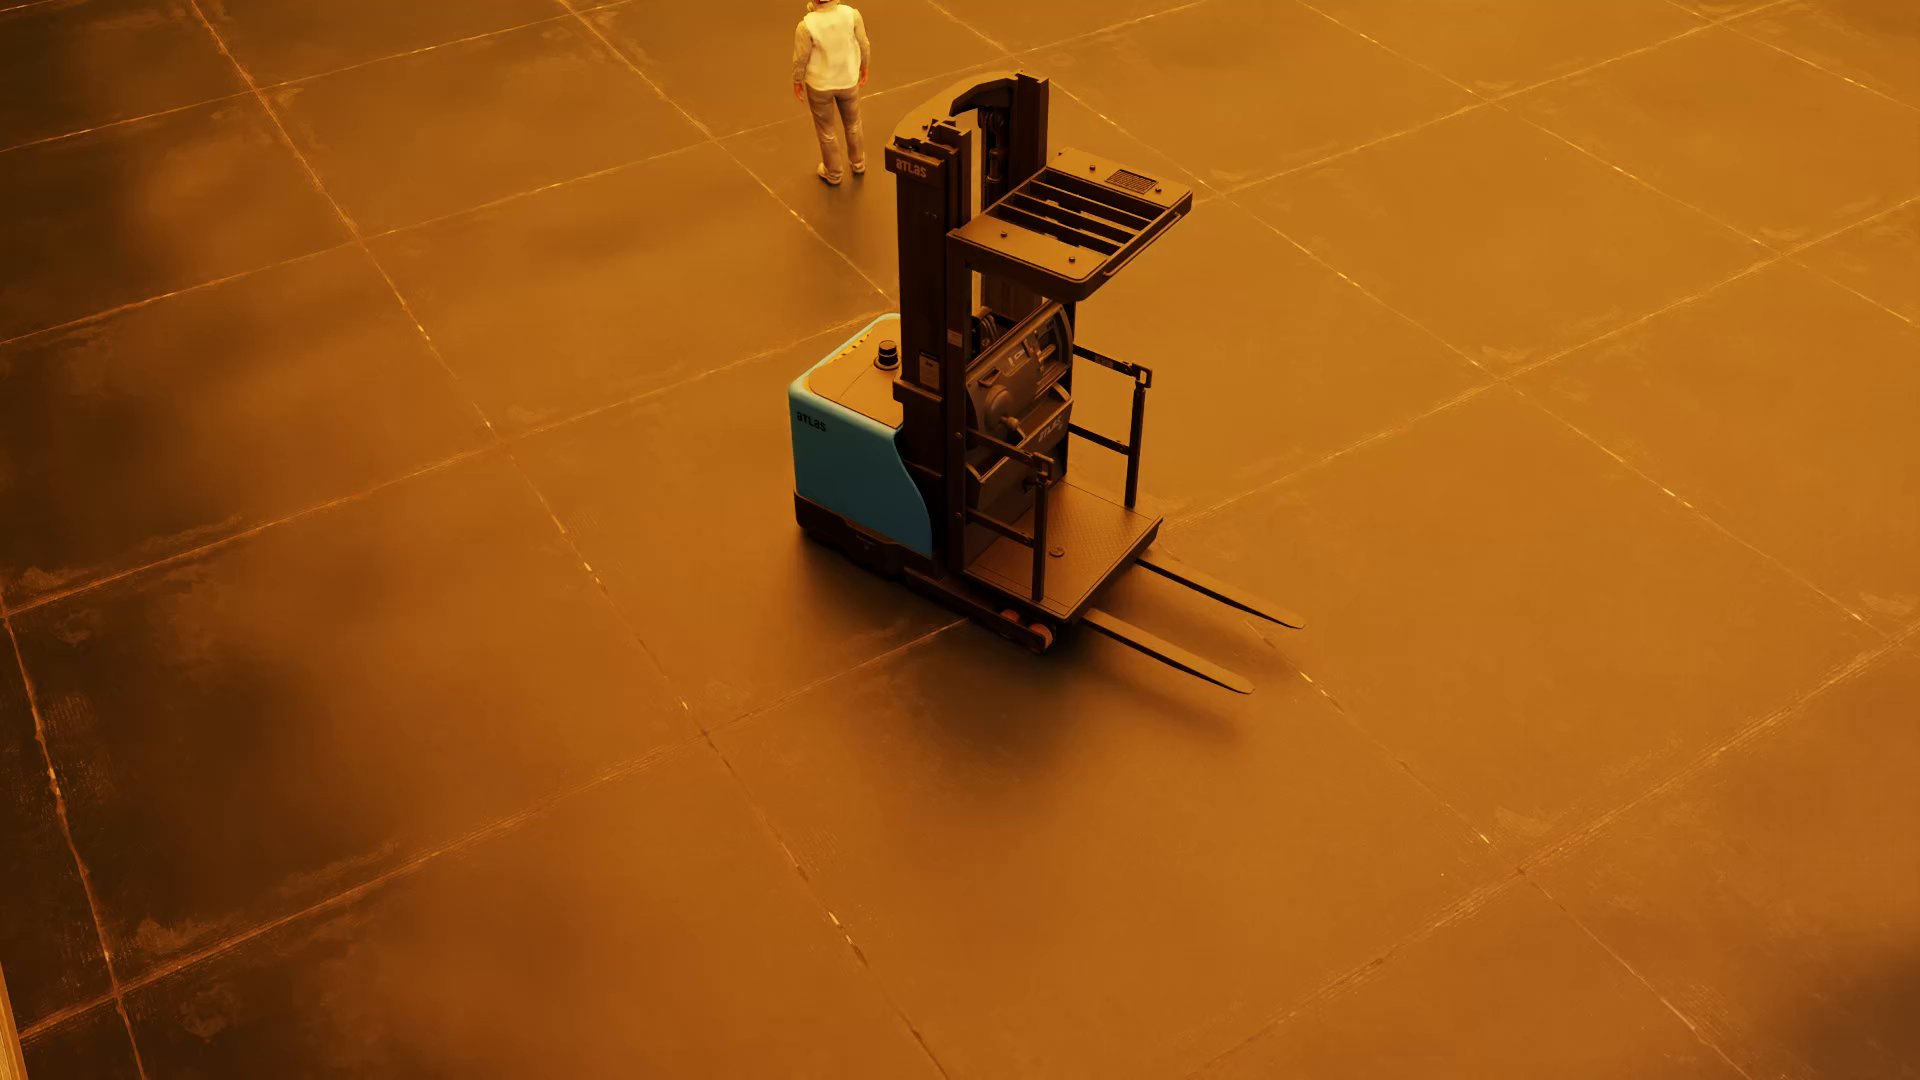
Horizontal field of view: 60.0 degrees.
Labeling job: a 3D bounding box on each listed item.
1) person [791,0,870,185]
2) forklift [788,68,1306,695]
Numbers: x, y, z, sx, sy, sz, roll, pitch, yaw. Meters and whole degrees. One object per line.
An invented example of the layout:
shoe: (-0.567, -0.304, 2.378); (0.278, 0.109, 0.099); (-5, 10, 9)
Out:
person: (-1.010, -3.599, 12.857); (0.632, 1.773, 0.569); (-14, 43, -15)
forklift: (0.496, -0.872, 8.869); (3.031, 2.935, 1.130); (25, 47, 26)
